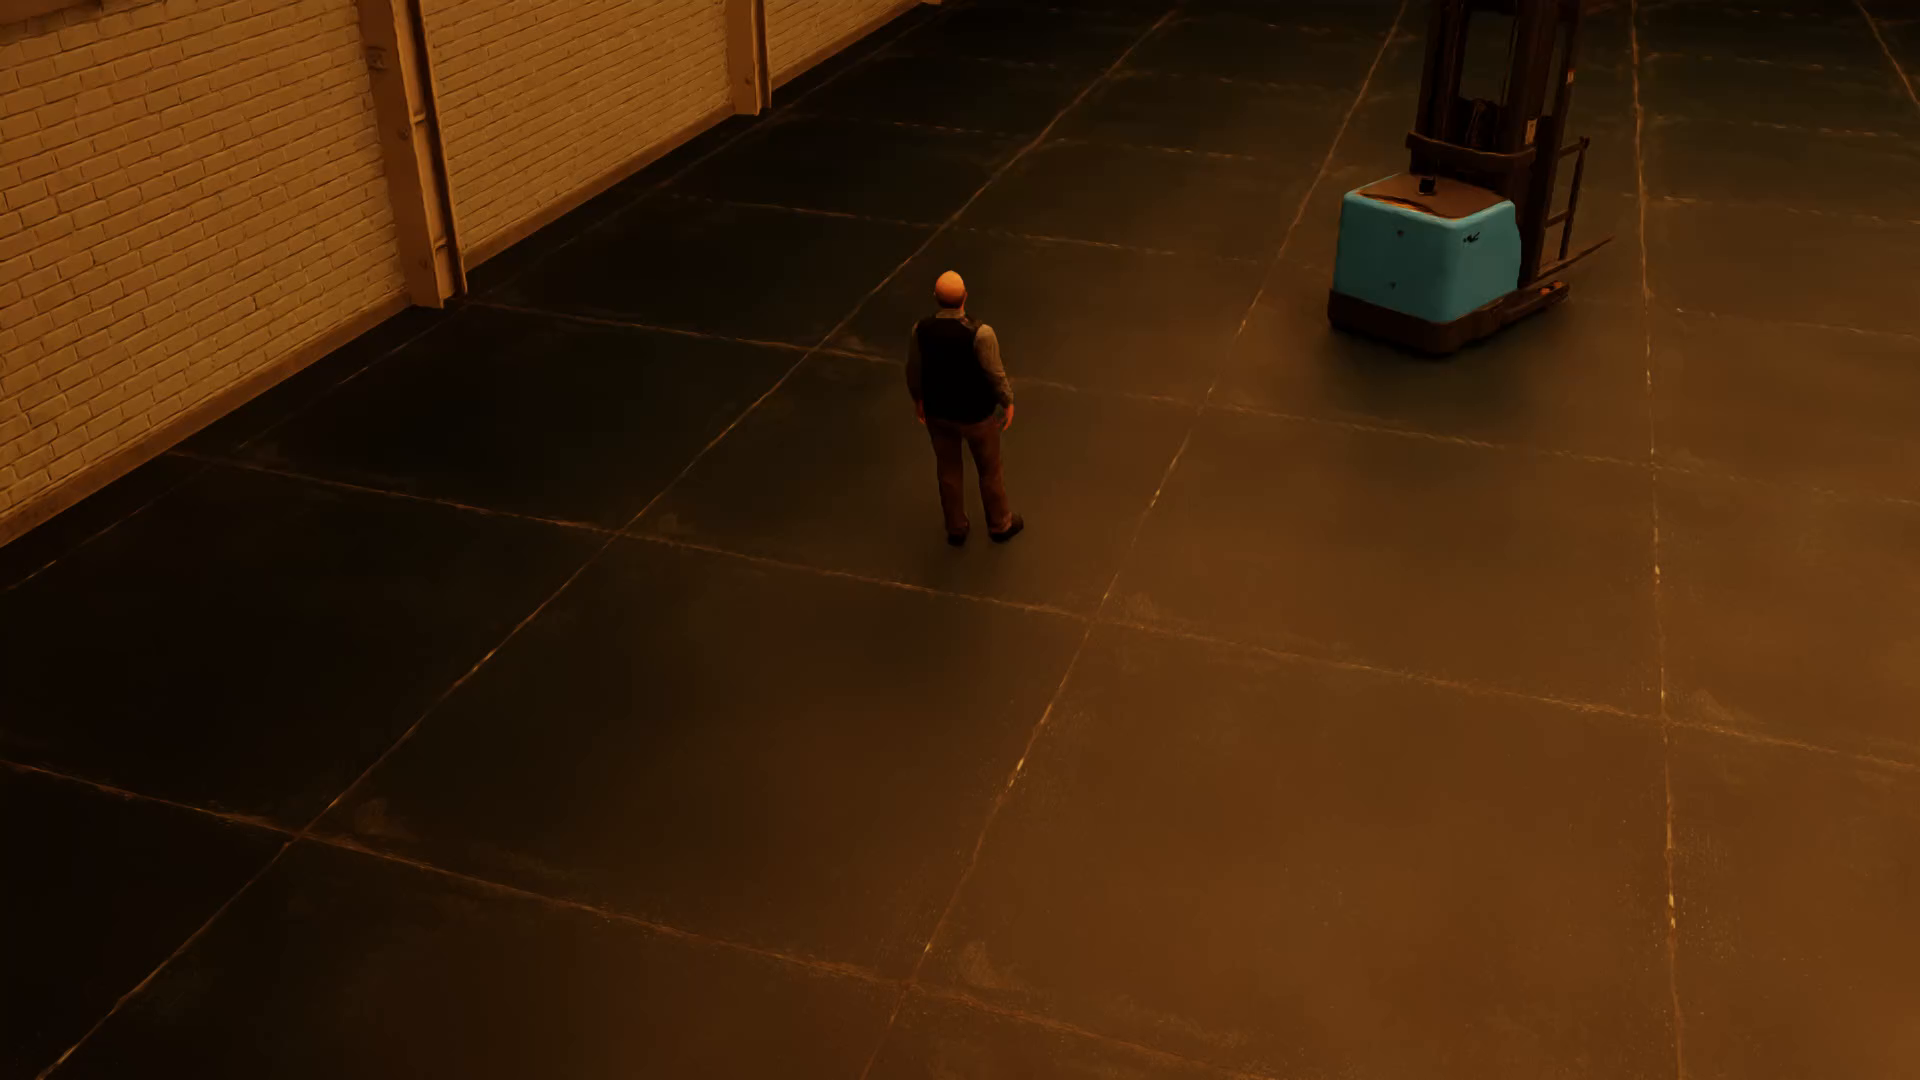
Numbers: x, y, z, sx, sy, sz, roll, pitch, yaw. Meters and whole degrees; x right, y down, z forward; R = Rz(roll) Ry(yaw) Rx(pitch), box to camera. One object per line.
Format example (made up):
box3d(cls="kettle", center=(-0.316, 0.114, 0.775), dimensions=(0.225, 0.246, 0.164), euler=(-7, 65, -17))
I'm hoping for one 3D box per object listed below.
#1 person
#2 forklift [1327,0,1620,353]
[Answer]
box3d(cls="person", center=(0.028, -0.782, 9.715), dimensions=(0.632, 1.720, 0.567), euler=(10, 31, 16))
box3d(cls="forklift", center=(4.283, -3.289, 12.906), dimensions=(3.031, 2.935, 1.130), euler=(-26, 38, -37))
